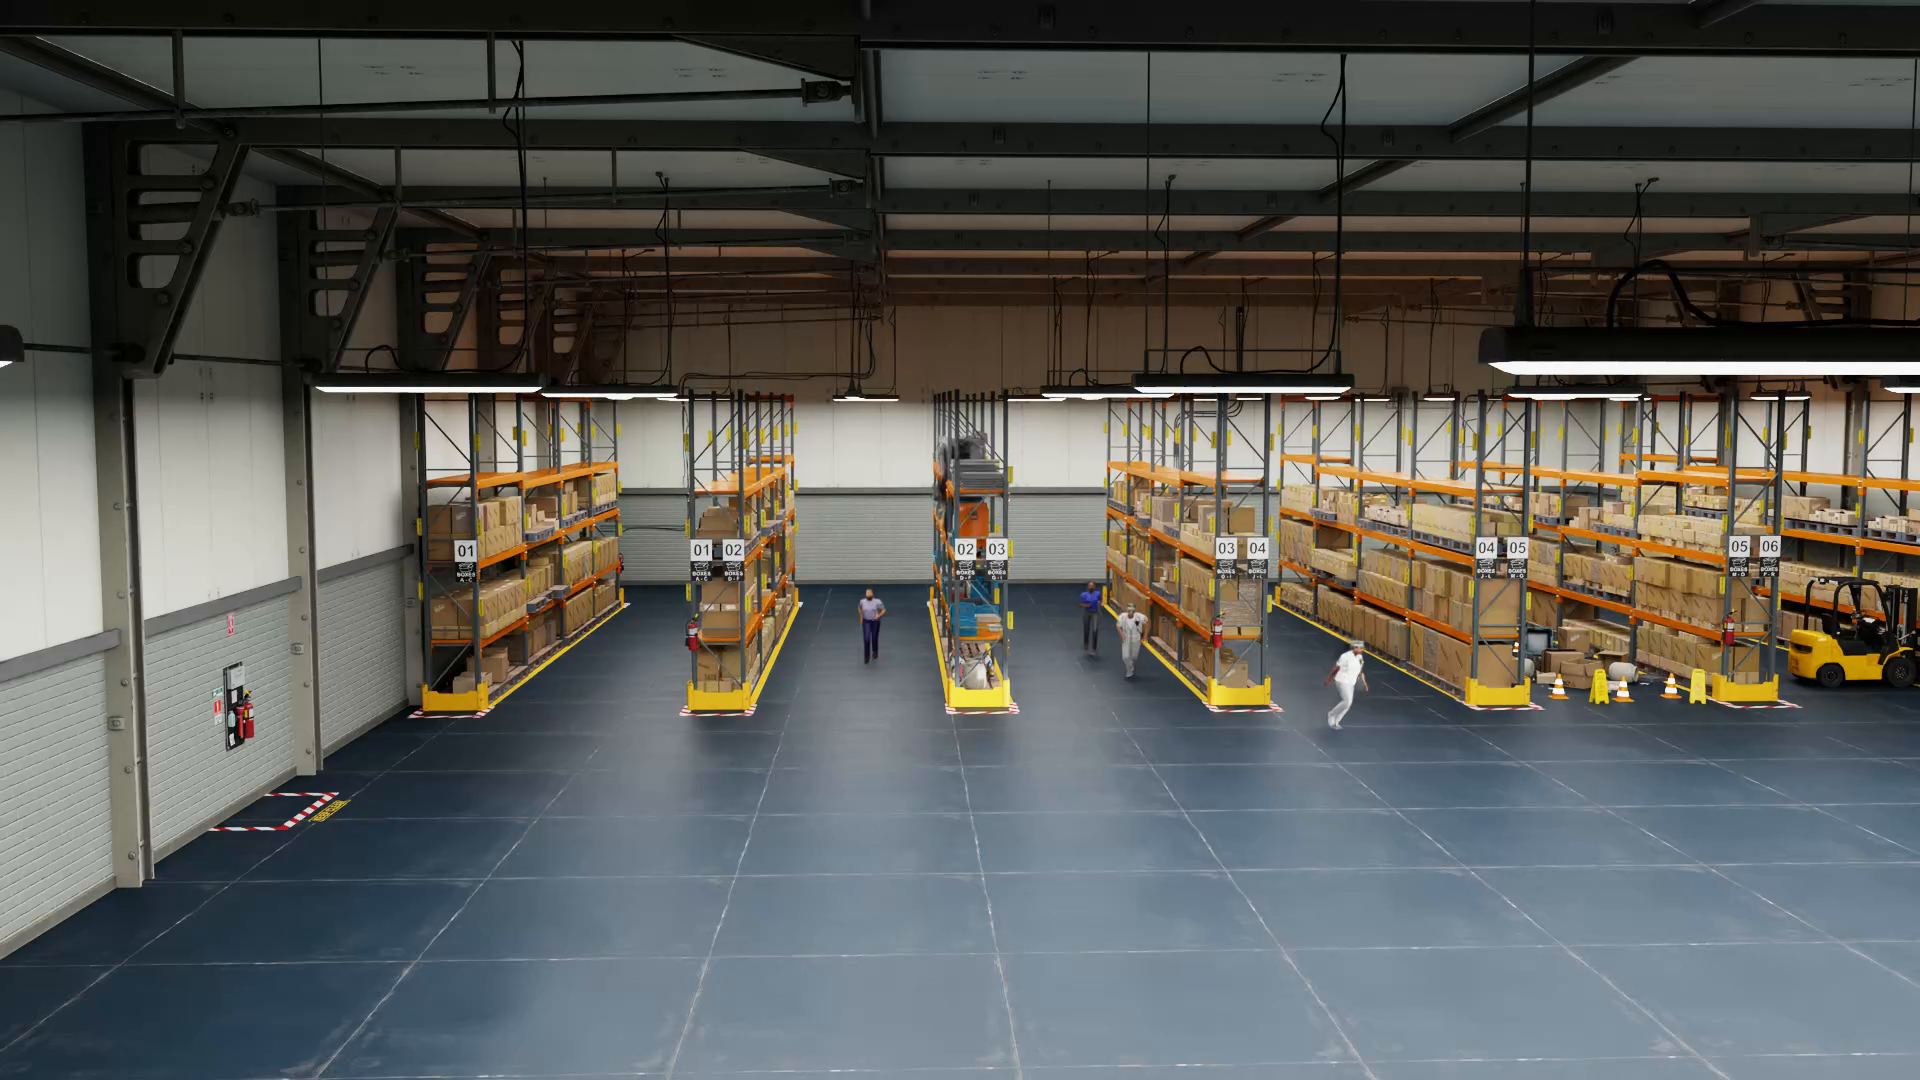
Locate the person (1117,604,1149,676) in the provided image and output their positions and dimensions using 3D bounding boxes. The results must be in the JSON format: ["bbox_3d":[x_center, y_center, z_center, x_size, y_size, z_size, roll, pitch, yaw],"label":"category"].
[{"bbox_3d":[3.631,2.090,34.926,0.687,1.583,0.875,0,5,6],"label":"person"}]

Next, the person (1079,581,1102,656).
[{"bbox_3d":[3.003,1.775,38.190,0.560,1.705,0.861,0,5,-2],"label":"person"}]

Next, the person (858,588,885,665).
[{"bbox_3d":[-1.959,1.906,36.942,0.612,1.703,0.760,0,5,3],"label":"person"}]

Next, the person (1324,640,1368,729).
[{"bbox_3d":[6.804,2.538,29.275,0.604,1.586,0.694,-4,6,-39],"label":"person"}]
